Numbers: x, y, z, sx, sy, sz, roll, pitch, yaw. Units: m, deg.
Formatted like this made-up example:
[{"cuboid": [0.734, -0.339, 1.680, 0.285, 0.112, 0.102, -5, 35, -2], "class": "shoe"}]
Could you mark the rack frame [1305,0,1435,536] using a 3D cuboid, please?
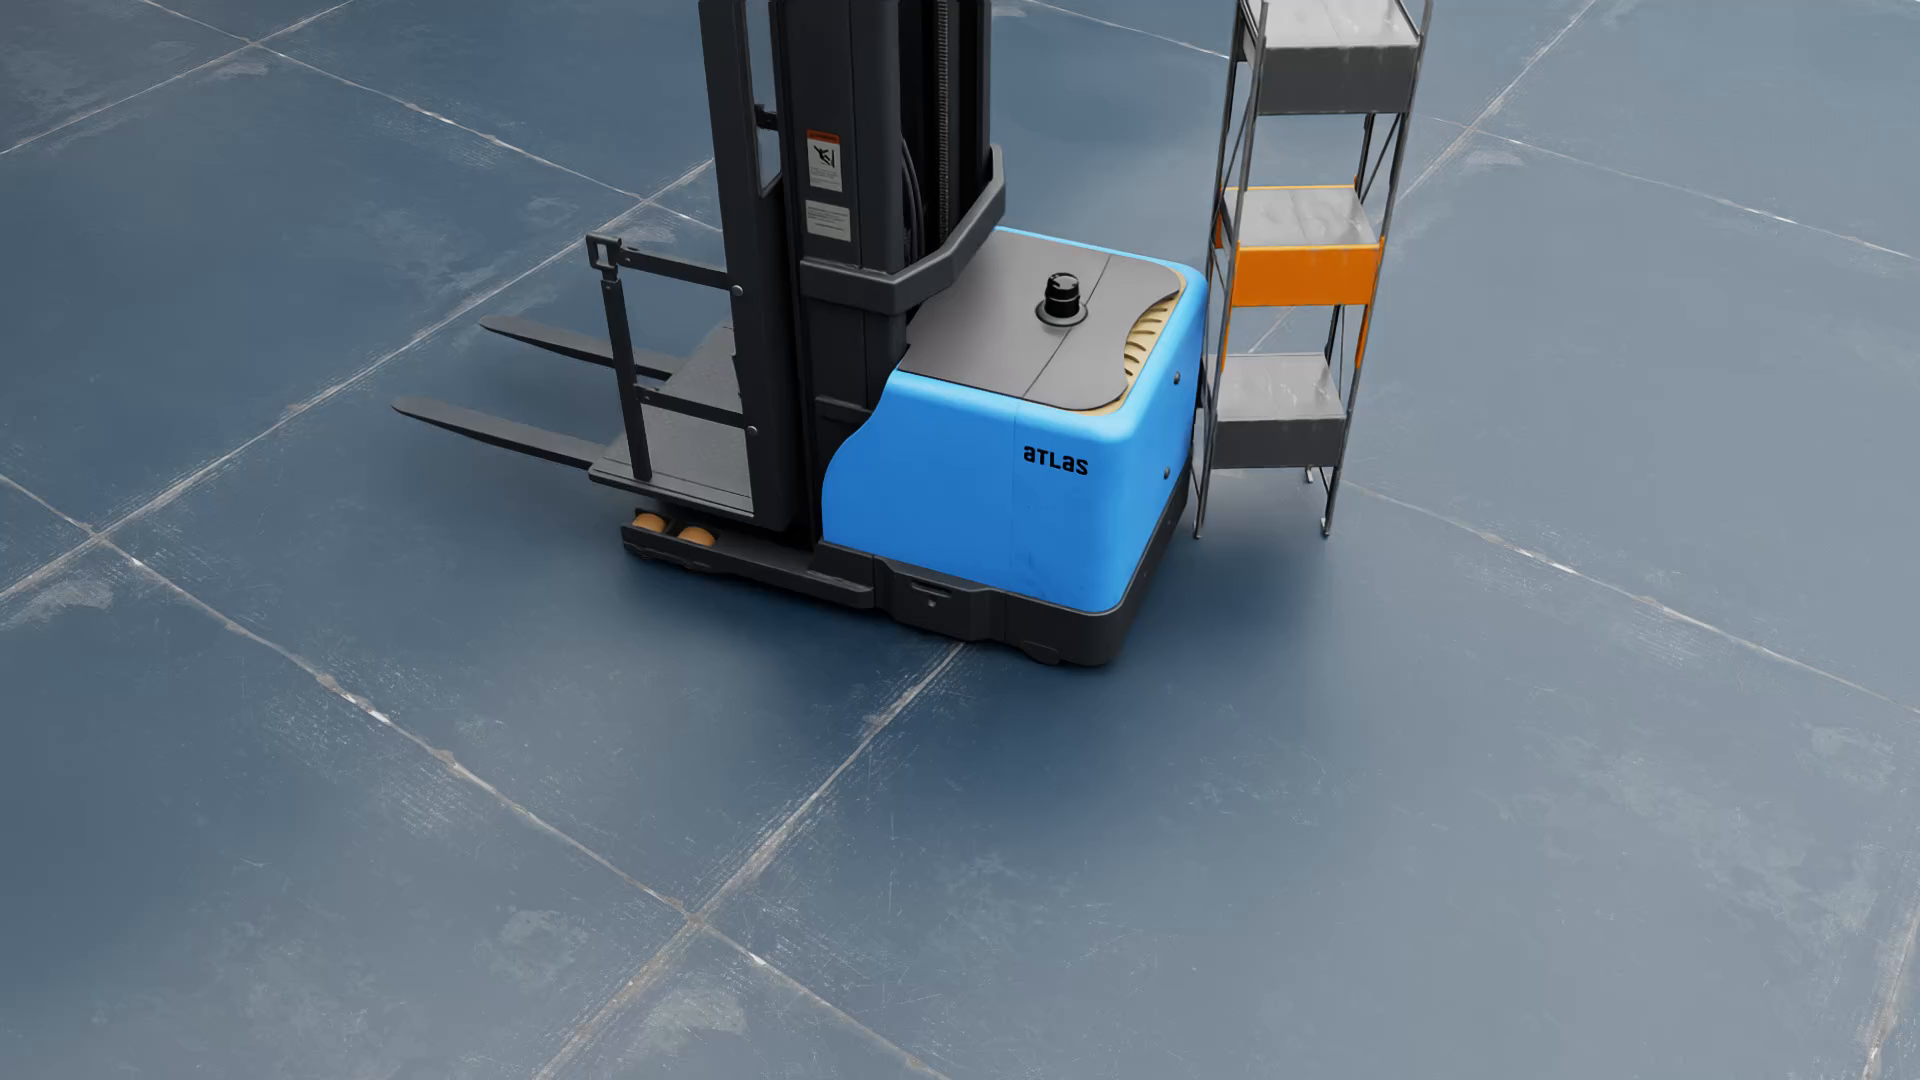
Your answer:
[{"cuboid": [1.376, -0.933, 5.718, 0.015, 2.100, 0.400, -1, 42, -2], "class": "rack frame"}]

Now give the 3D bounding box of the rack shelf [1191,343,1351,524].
[{"cuboid": [1.133, -0.395, 6.186, 0.480, 0.518, 0.431, -1, 42, -2], "class": "rack shelf"}]

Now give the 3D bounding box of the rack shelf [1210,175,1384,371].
[{"cuboid": [1.133, -0.917, 5.720, 0.480, 0.518, 0.431, -1, 42, -2], "class": "rack shelf"}]

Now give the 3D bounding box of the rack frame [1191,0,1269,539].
[{"cuboid": [0.889, -0.921, 5.704, 0.015, 2.100, 0.400, -1, 42, -2], "class": "rack frame"}]

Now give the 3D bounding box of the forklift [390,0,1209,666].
[{"cuboid": [-0.705, -1.288, 5.491, 3.031, 2.935, 1.130, 15, 44, 16], "class": "forklift"}]

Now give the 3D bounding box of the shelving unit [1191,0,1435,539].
[{"cuboid": [1.133, -0.927, 5.711, 0.503, 2.100, 0.431, -1, 42, -2], "class": "shelving unit"}]

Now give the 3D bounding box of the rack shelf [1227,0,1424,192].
[{"cuboid": [1.132, -1.439, 5.254, 0.480, 0.518, 0.431, -1, 42, -2], "class": "rack shelf"}]
